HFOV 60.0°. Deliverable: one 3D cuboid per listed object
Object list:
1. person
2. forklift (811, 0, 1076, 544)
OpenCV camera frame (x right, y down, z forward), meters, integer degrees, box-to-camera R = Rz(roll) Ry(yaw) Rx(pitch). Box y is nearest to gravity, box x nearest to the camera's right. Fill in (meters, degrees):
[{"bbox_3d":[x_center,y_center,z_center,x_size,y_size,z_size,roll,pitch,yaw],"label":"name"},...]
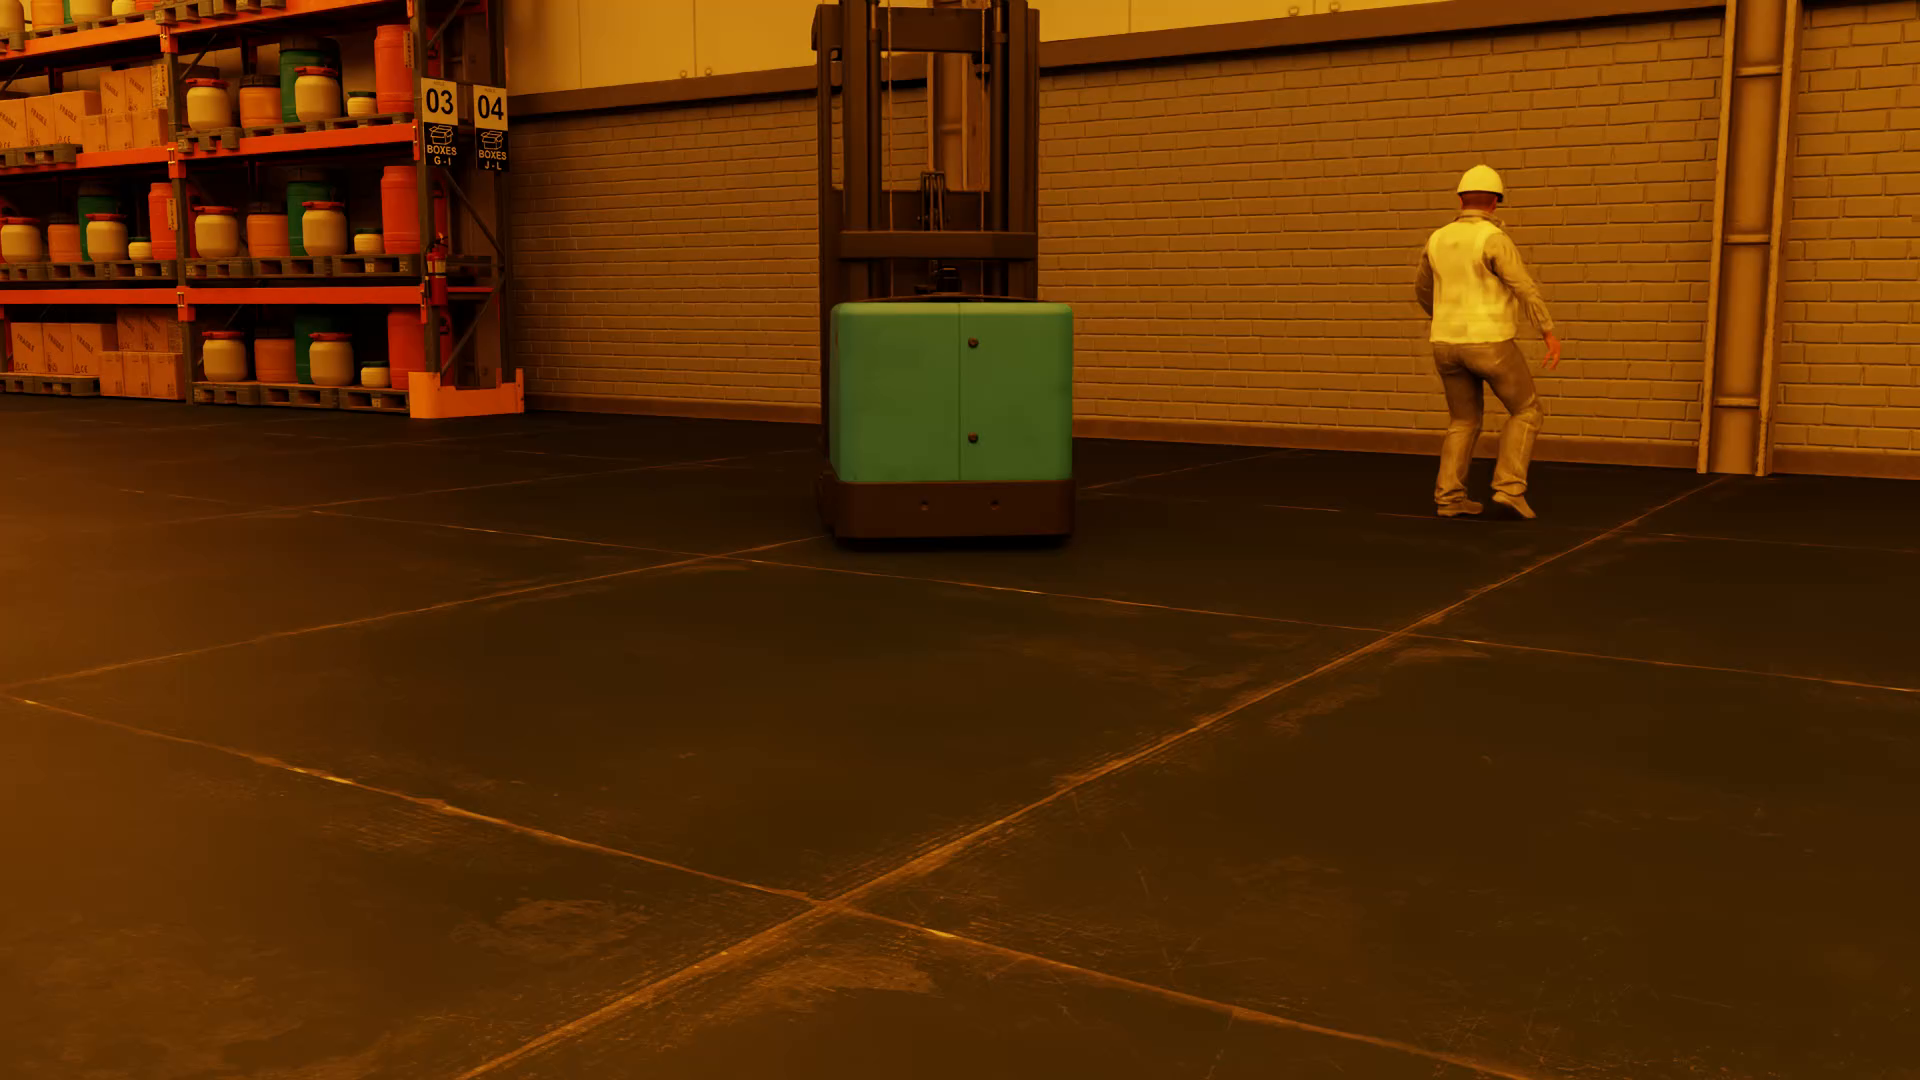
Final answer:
[{"bbox_3d":[2.624,-0.970,8.372,0.495,1.791,0.889,-4,9,-29],"label":"person"},{"bbox_3d":[-0.186,-1.606,8.484,1.130,2.935,3.031,-1,8,-7],"label":"forklift"}]
